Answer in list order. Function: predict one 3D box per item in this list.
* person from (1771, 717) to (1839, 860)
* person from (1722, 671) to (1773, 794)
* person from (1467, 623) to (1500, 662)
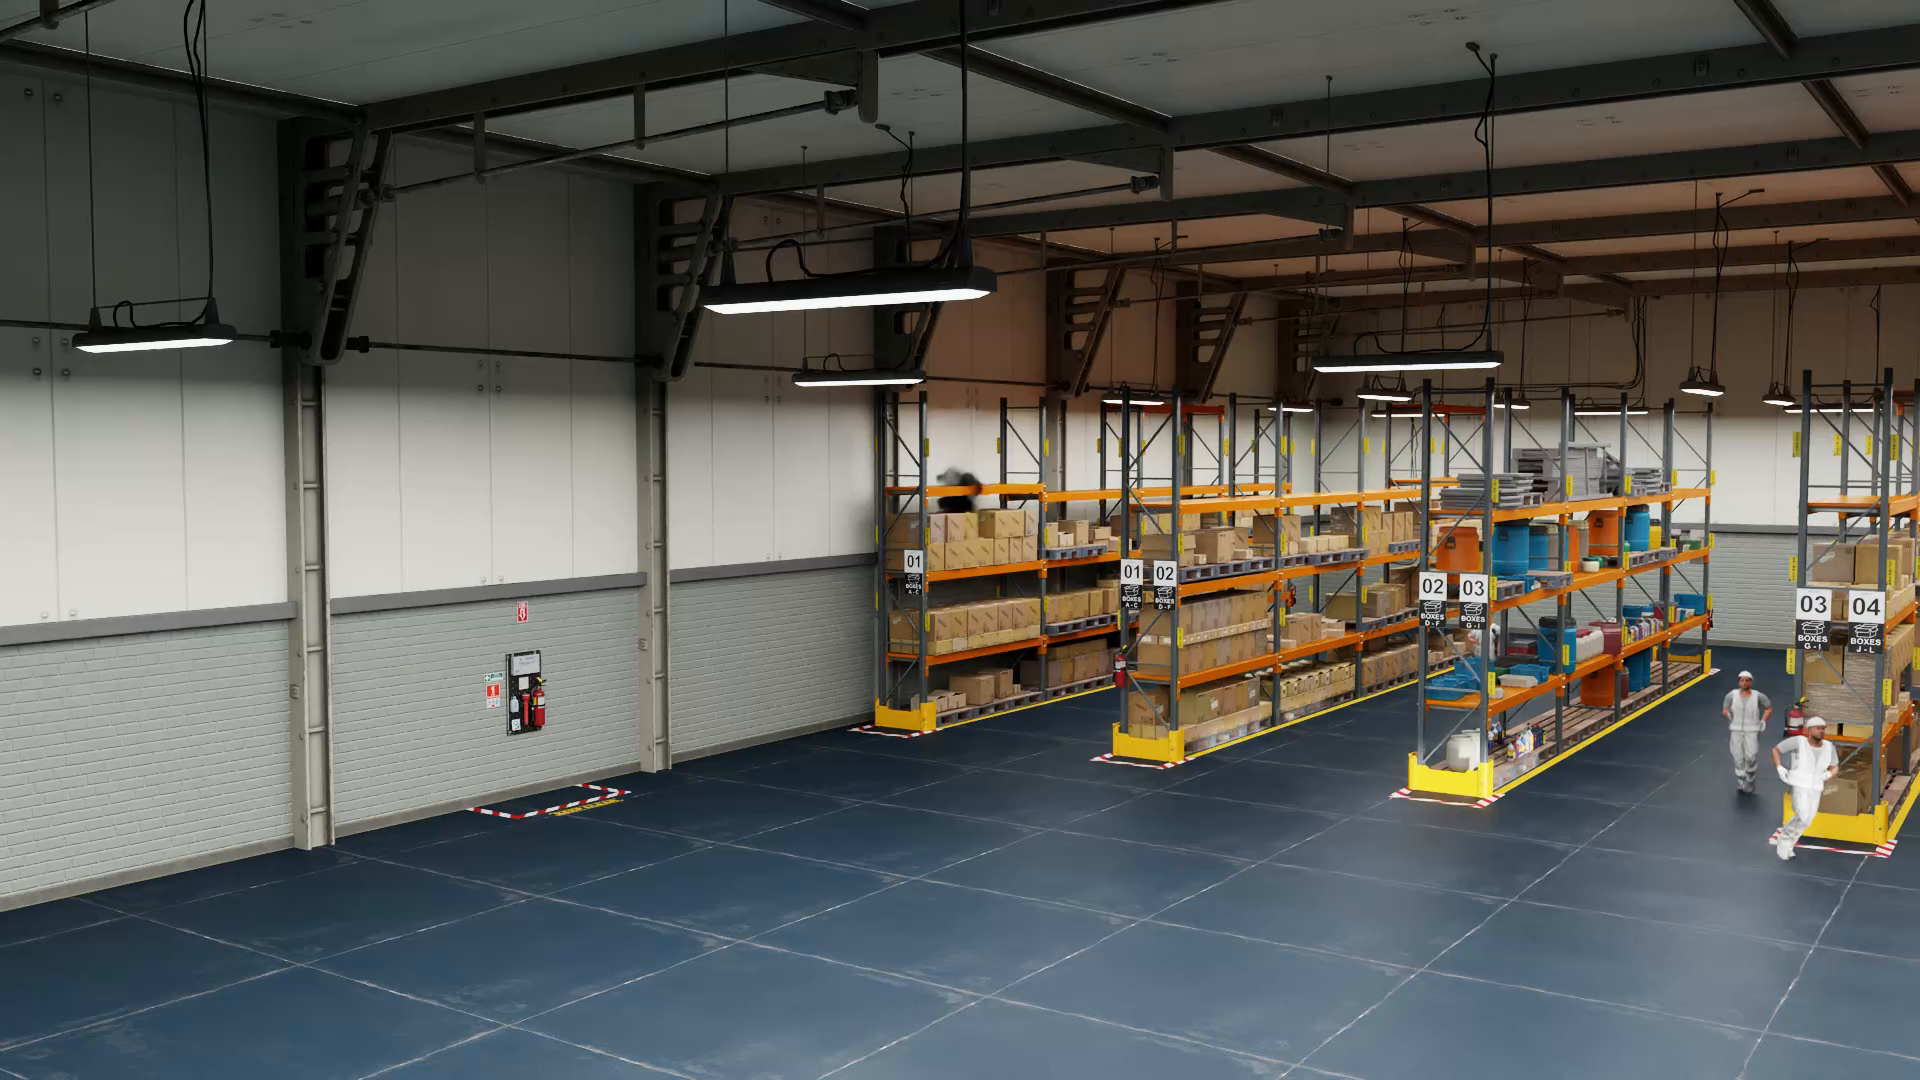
[{"bbox_3d":[10.270,3.008,20.163,0.717,1.749,0.617,0,3,-6],"label":"person"},{"bbox_3d":[11.312,2.783,23.966,0.636,1.772,0.626,2,4,33],"label":"person"},{"bbox_3d":[10.419,2.292,33.046,0.642,1.832,0.812,2,4,26],"label":"person"}]
